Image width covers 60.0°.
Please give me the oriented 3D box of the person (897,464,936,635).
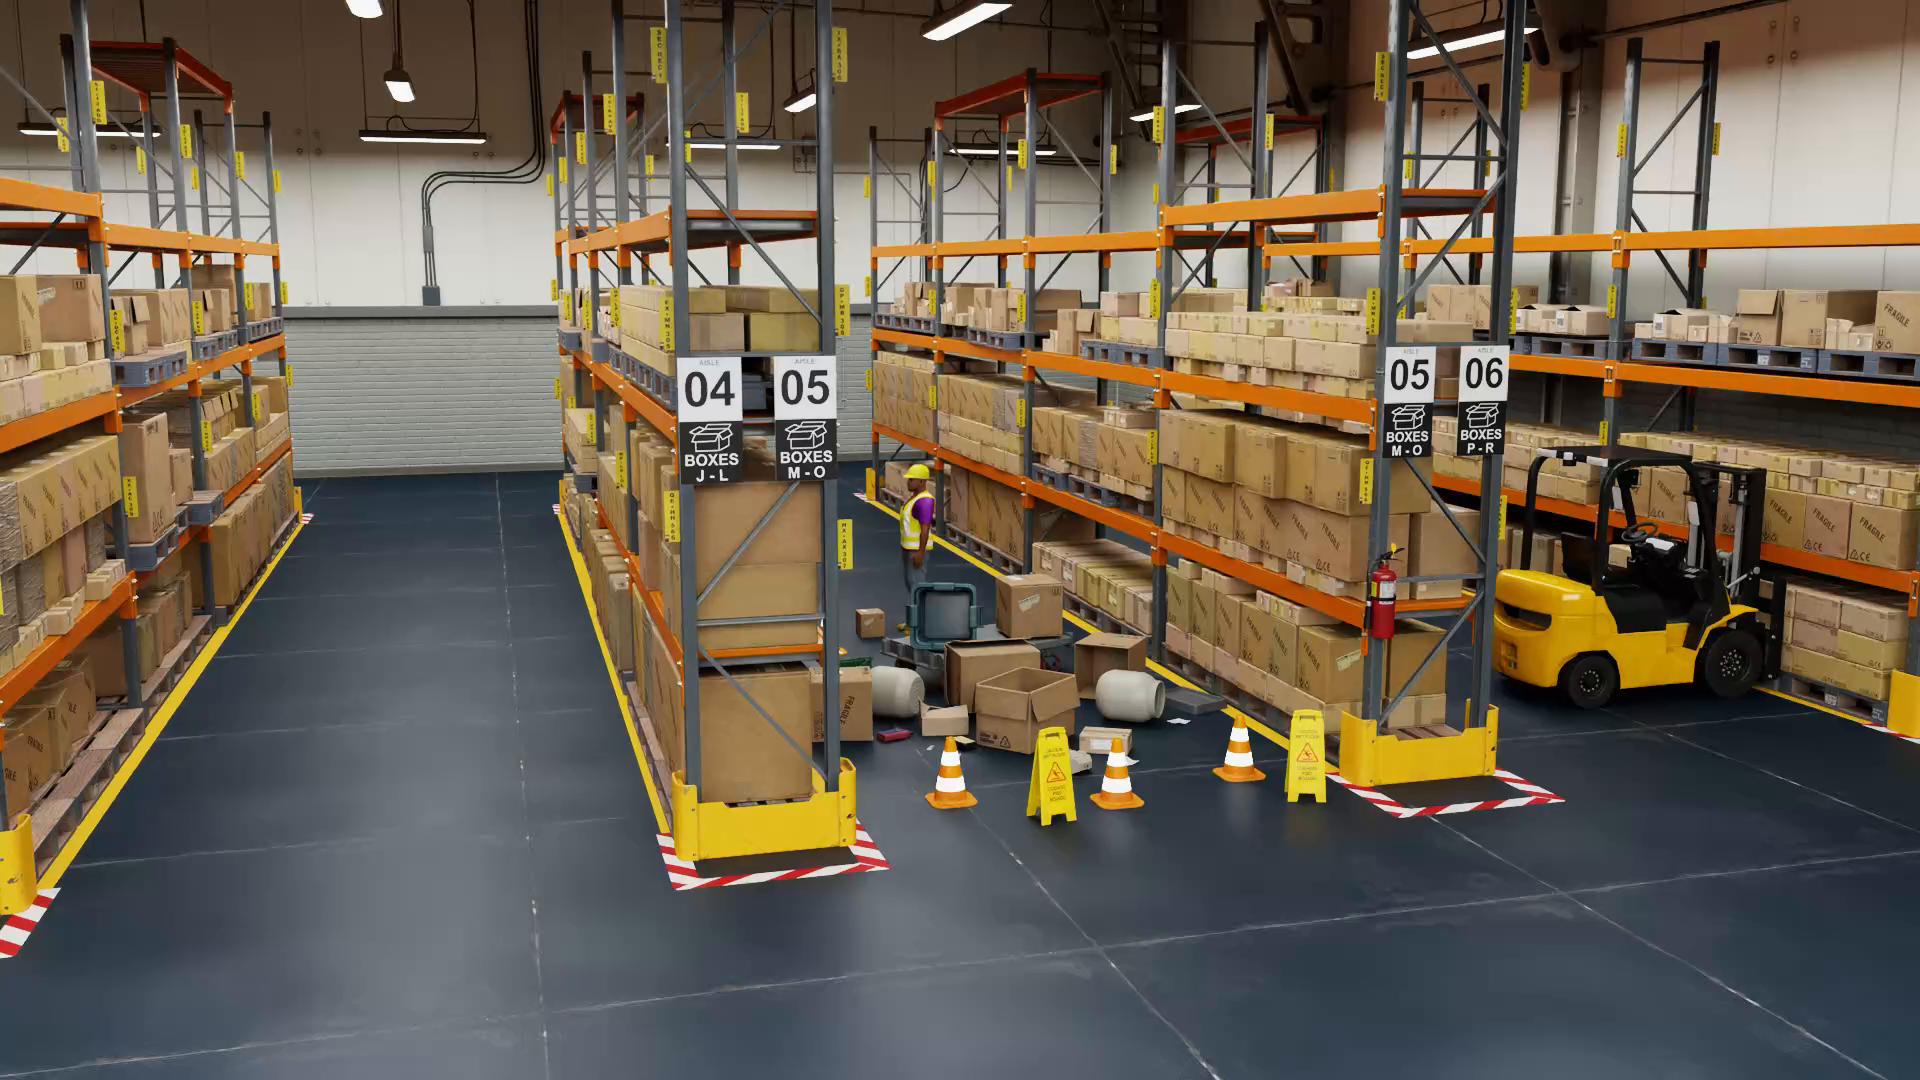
[{"bbox_3d":[-0.449,0.096,17.216,0.352,1.761,0.562,-2,9,-14],"label":"person"}]
